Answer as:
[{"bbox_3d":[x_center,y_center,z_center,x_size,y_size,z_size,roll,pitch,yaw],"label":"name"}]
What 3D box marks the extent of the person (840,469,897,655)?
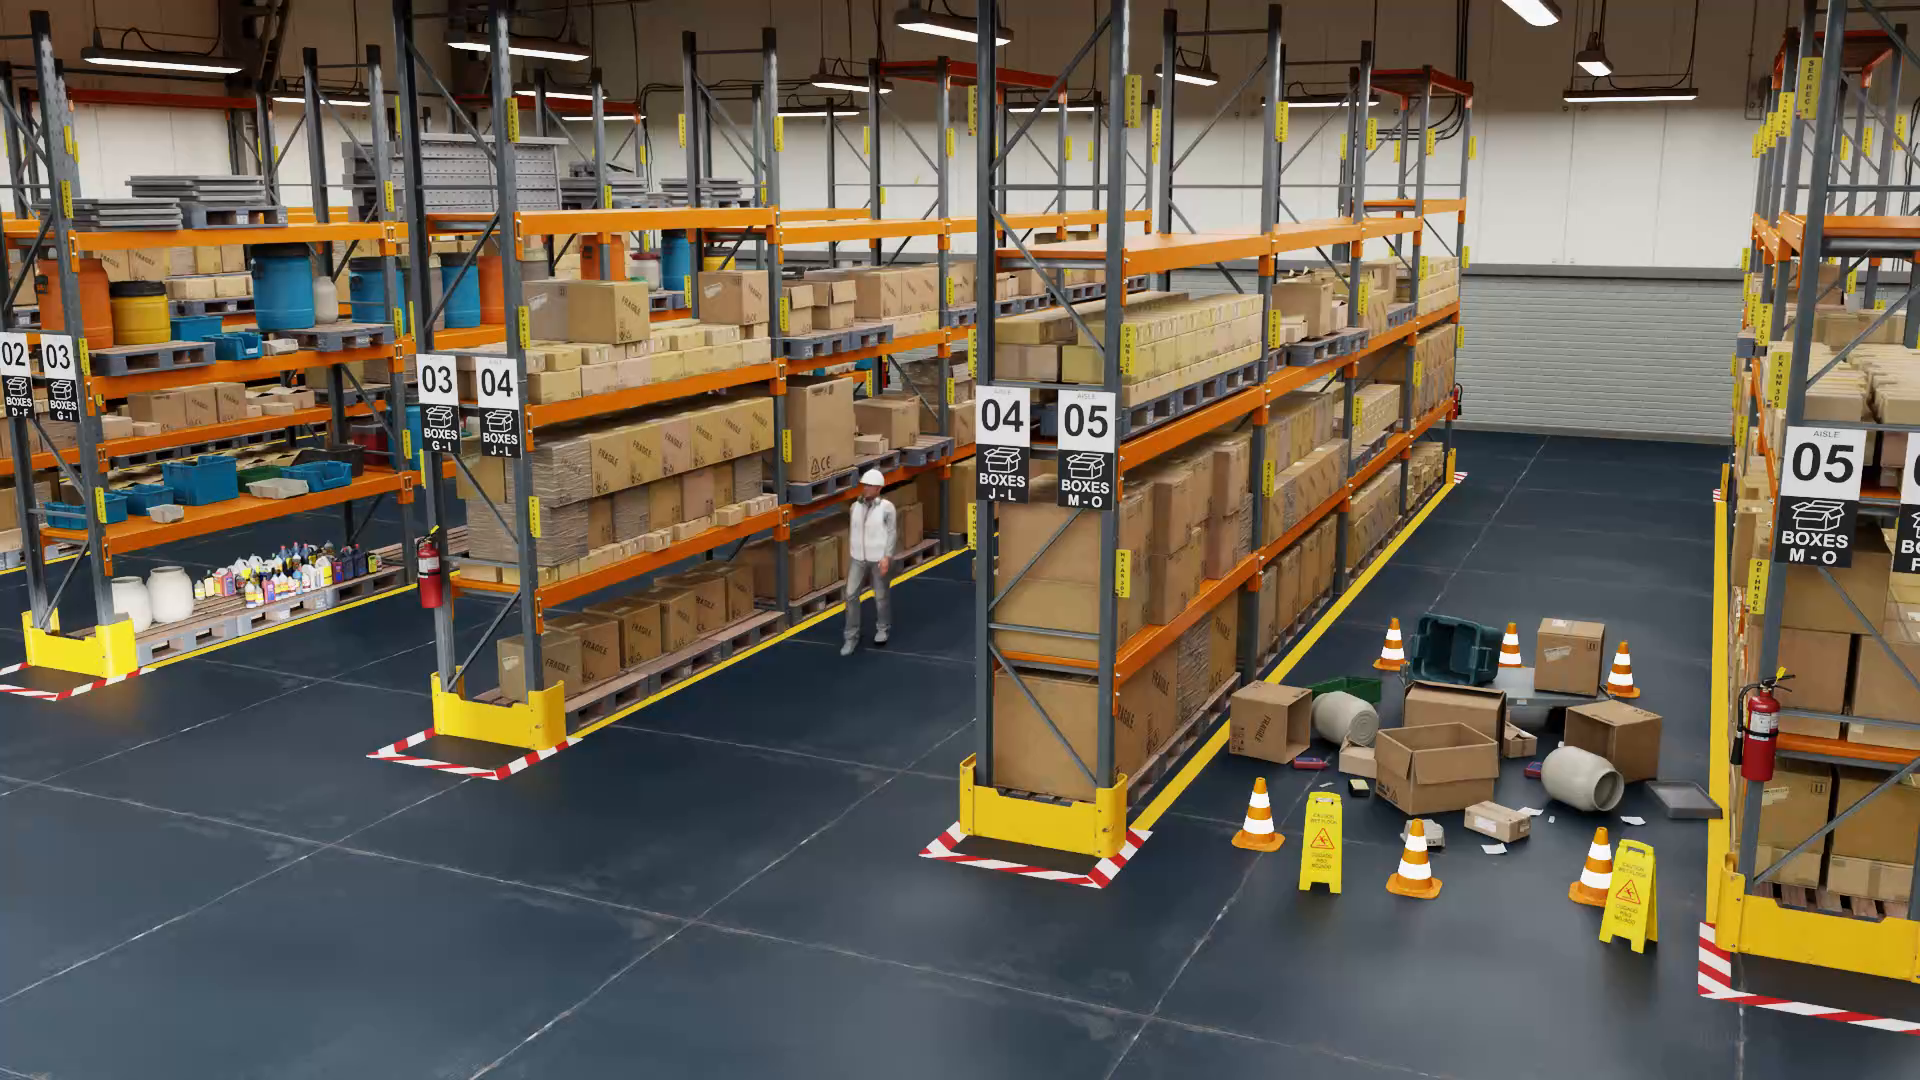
[{"bbox_3d":[-0.895,0.215,16.439,0.547,1.812,0.719,4,13,19],"label":"person"}]
